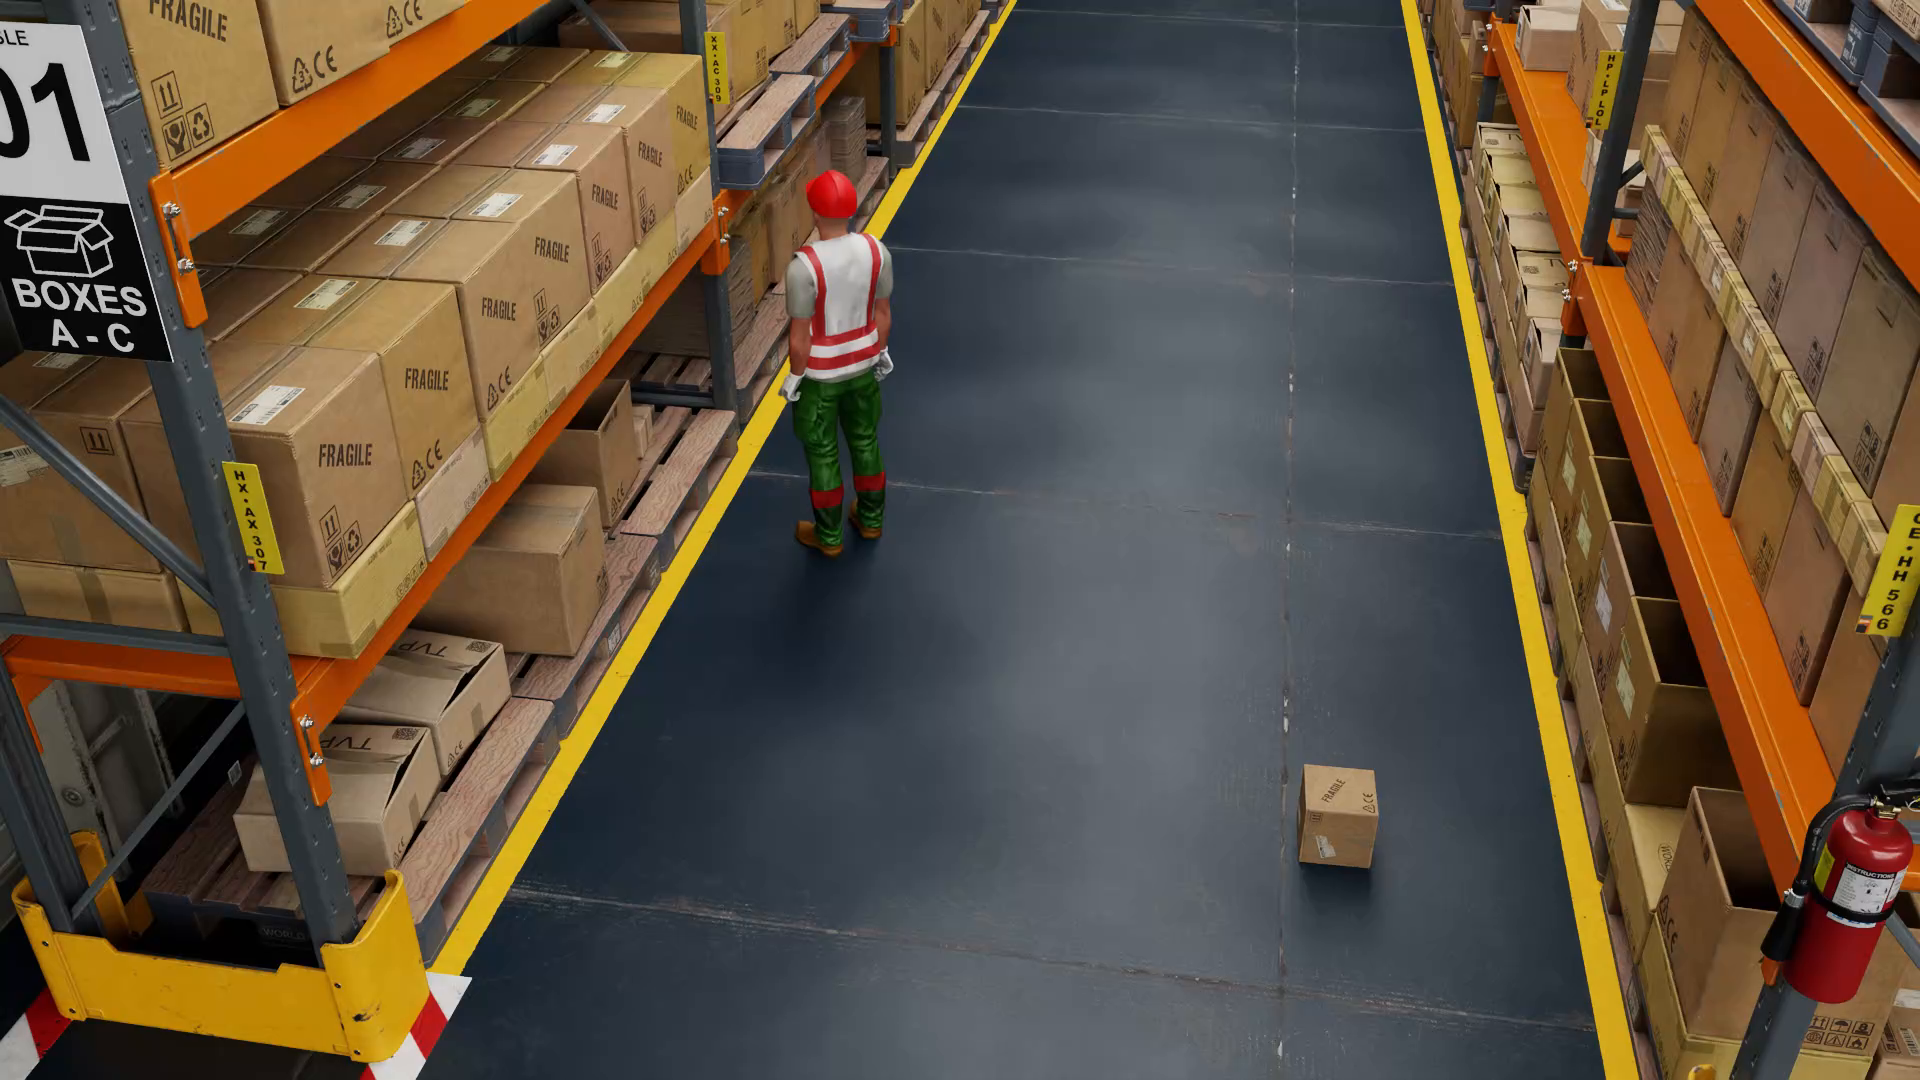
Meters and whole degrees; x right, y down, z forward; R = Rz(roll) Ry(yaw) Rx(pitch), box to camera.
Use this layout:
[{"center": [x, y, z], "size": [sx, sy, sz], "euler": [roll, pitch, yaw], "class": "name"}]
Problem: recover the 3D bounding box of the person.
[{"center": [-0.555, -0.773, 7.341], "size": [0.546, 1.796, 0.370], "euler": [-20, 37, -28], "class": "person"}]
